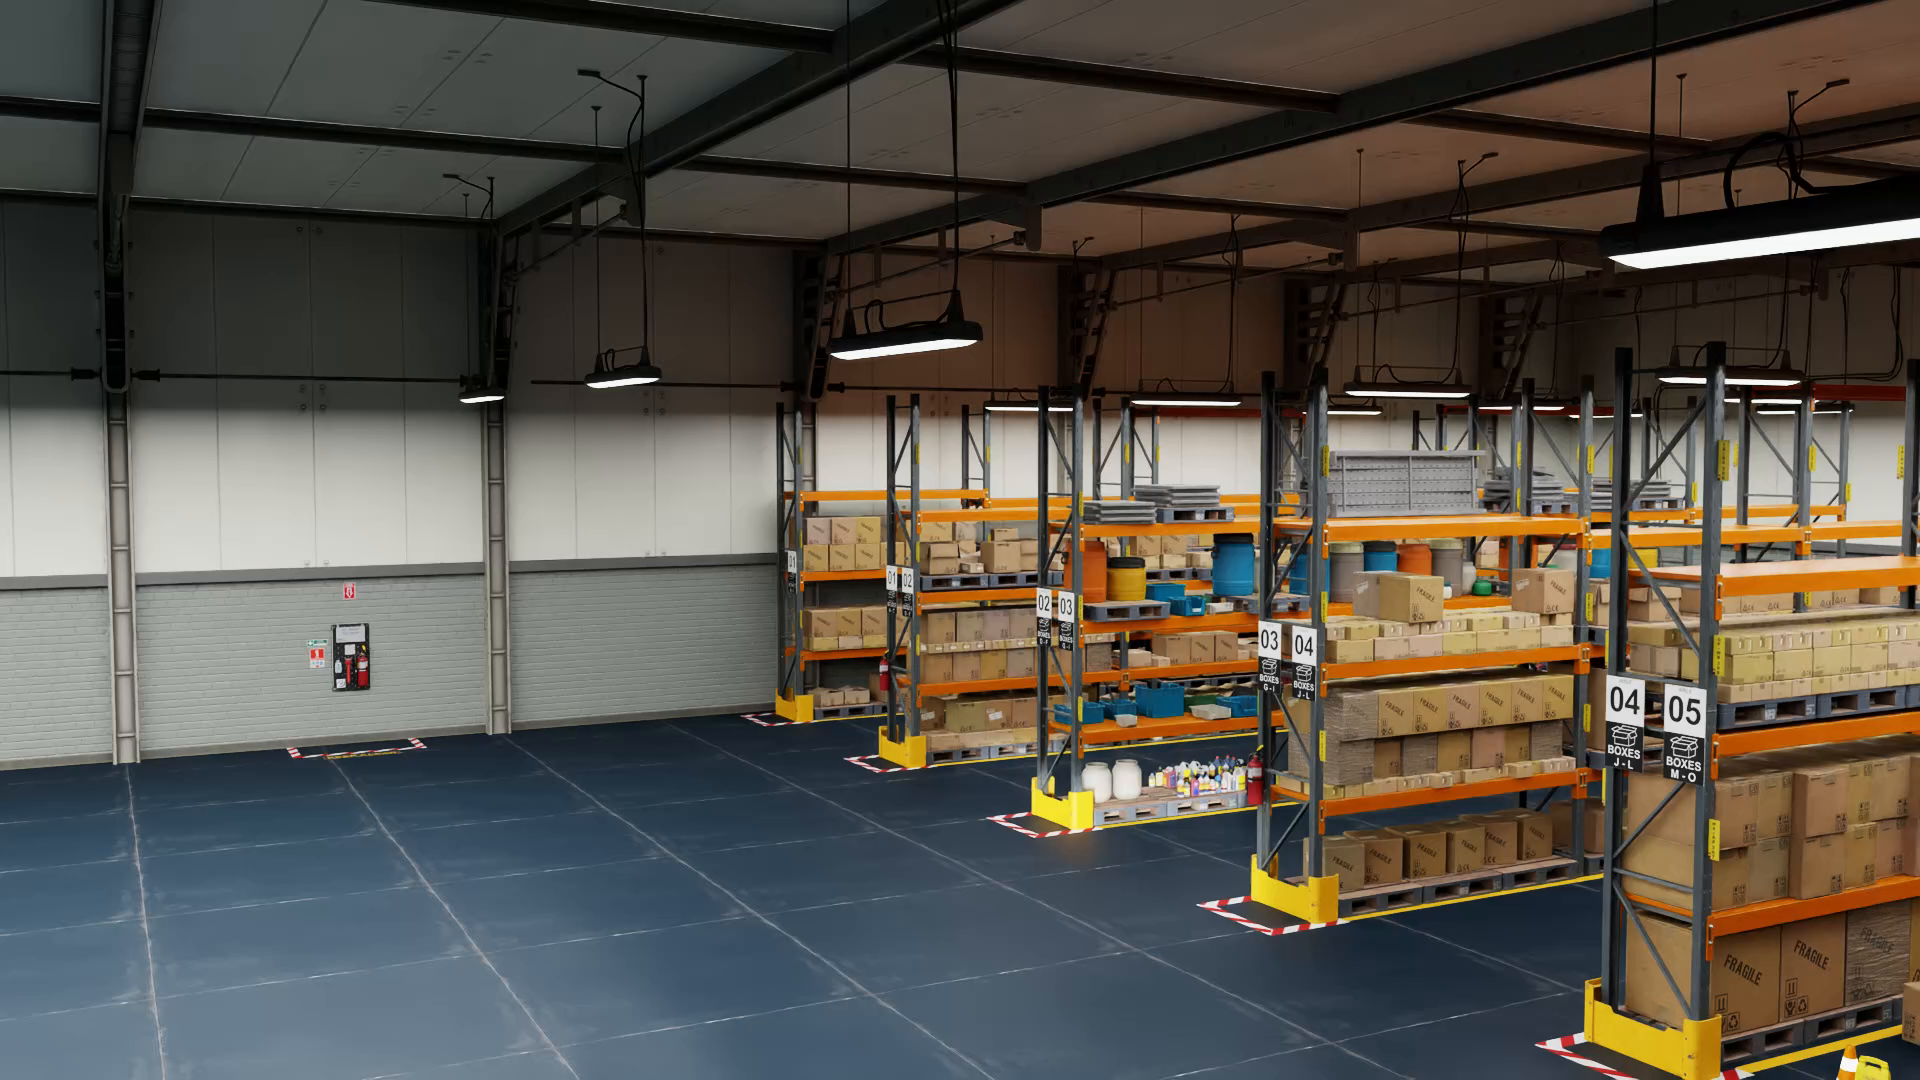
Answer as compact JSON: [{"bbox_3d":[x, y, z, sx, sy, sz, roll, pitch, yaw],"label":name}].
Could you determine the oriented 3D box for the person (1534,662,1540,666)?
[{"bbox_3d":[13.404,2.058,39.098,0.602,1.780,0.717,-1,3,-10],"label":"person"}]
